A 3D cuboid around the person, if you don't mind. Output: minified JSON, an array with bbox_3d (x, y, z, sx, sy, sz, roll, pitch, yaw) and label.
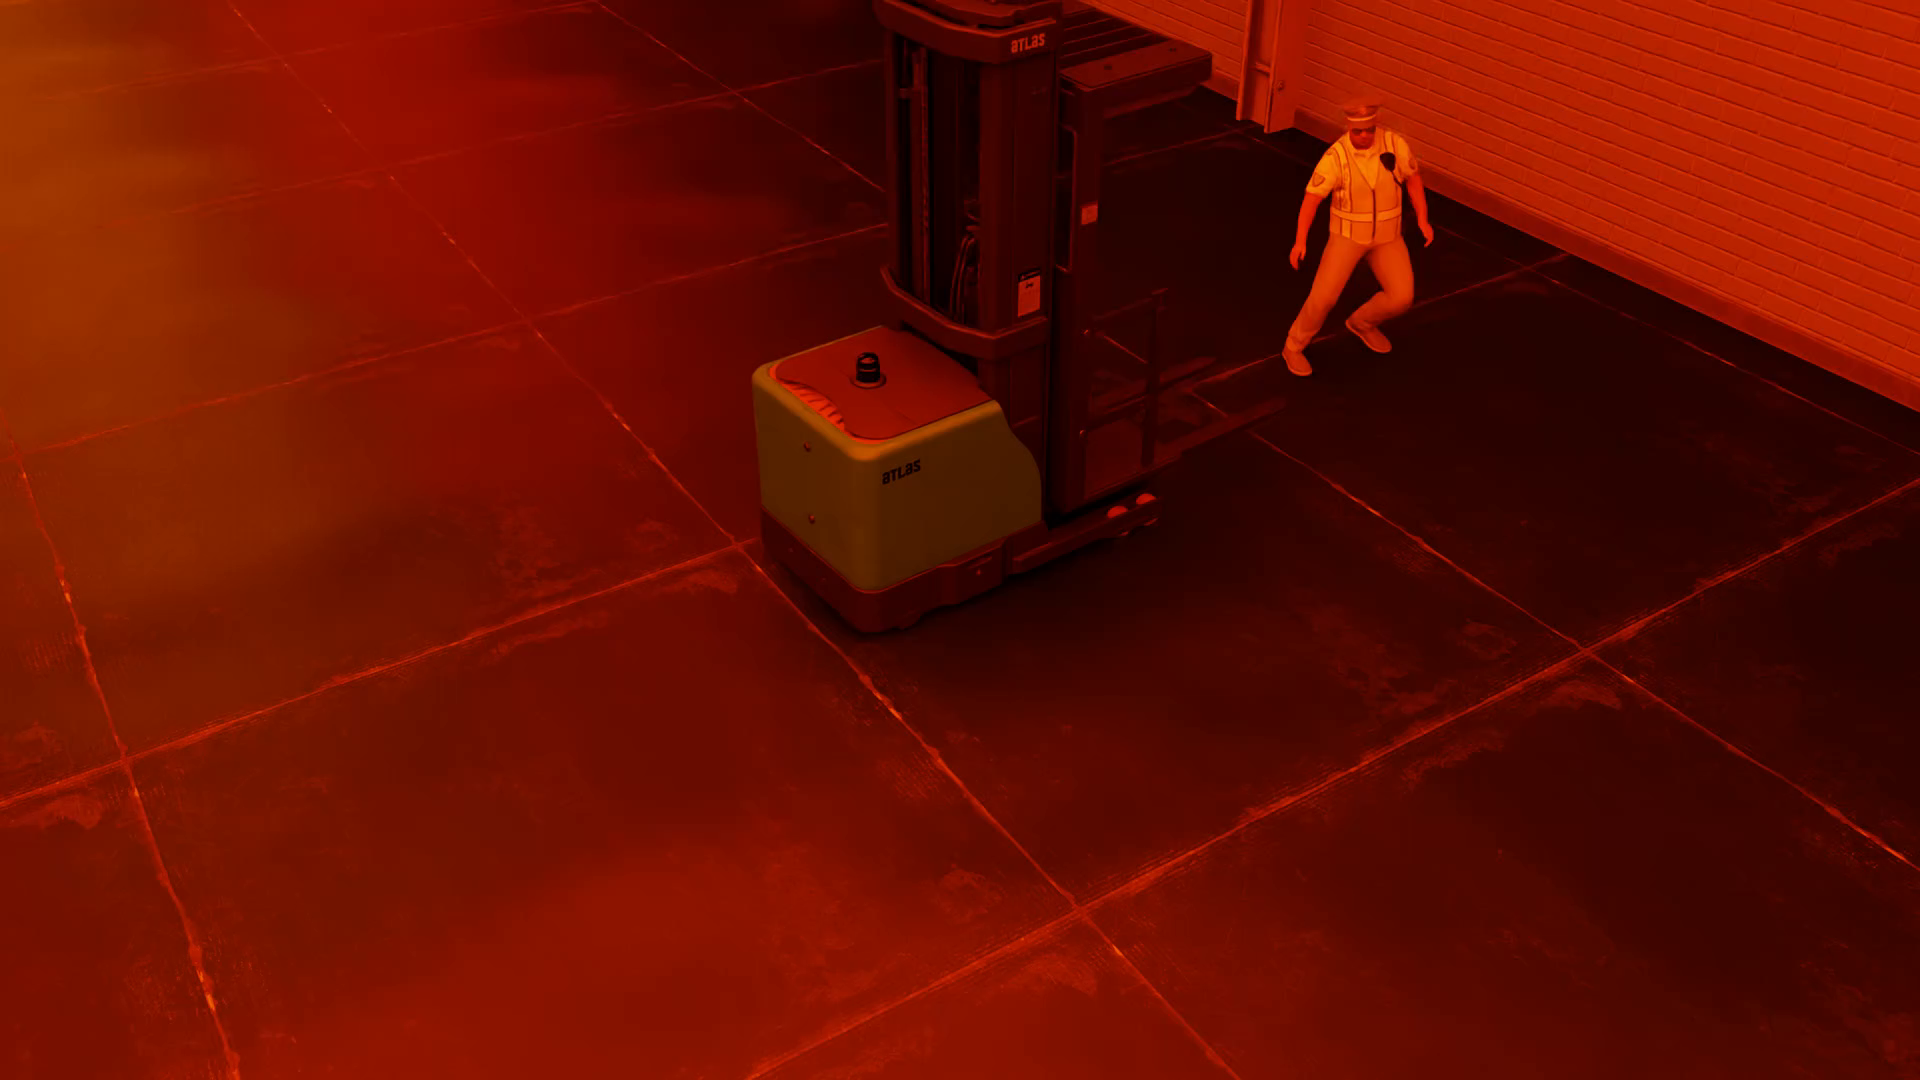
[{"bbox_3d":[2.345,-1.807,9.854,0.865,1.614,0.571,-2,35,-2],"label":"person"}]

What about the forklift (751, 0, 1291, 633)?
[{"bbox_3d":[0.463,-1.433,8.187,3.031,2.935,1.130,-23,41,-29],"label":"forklift"}]
